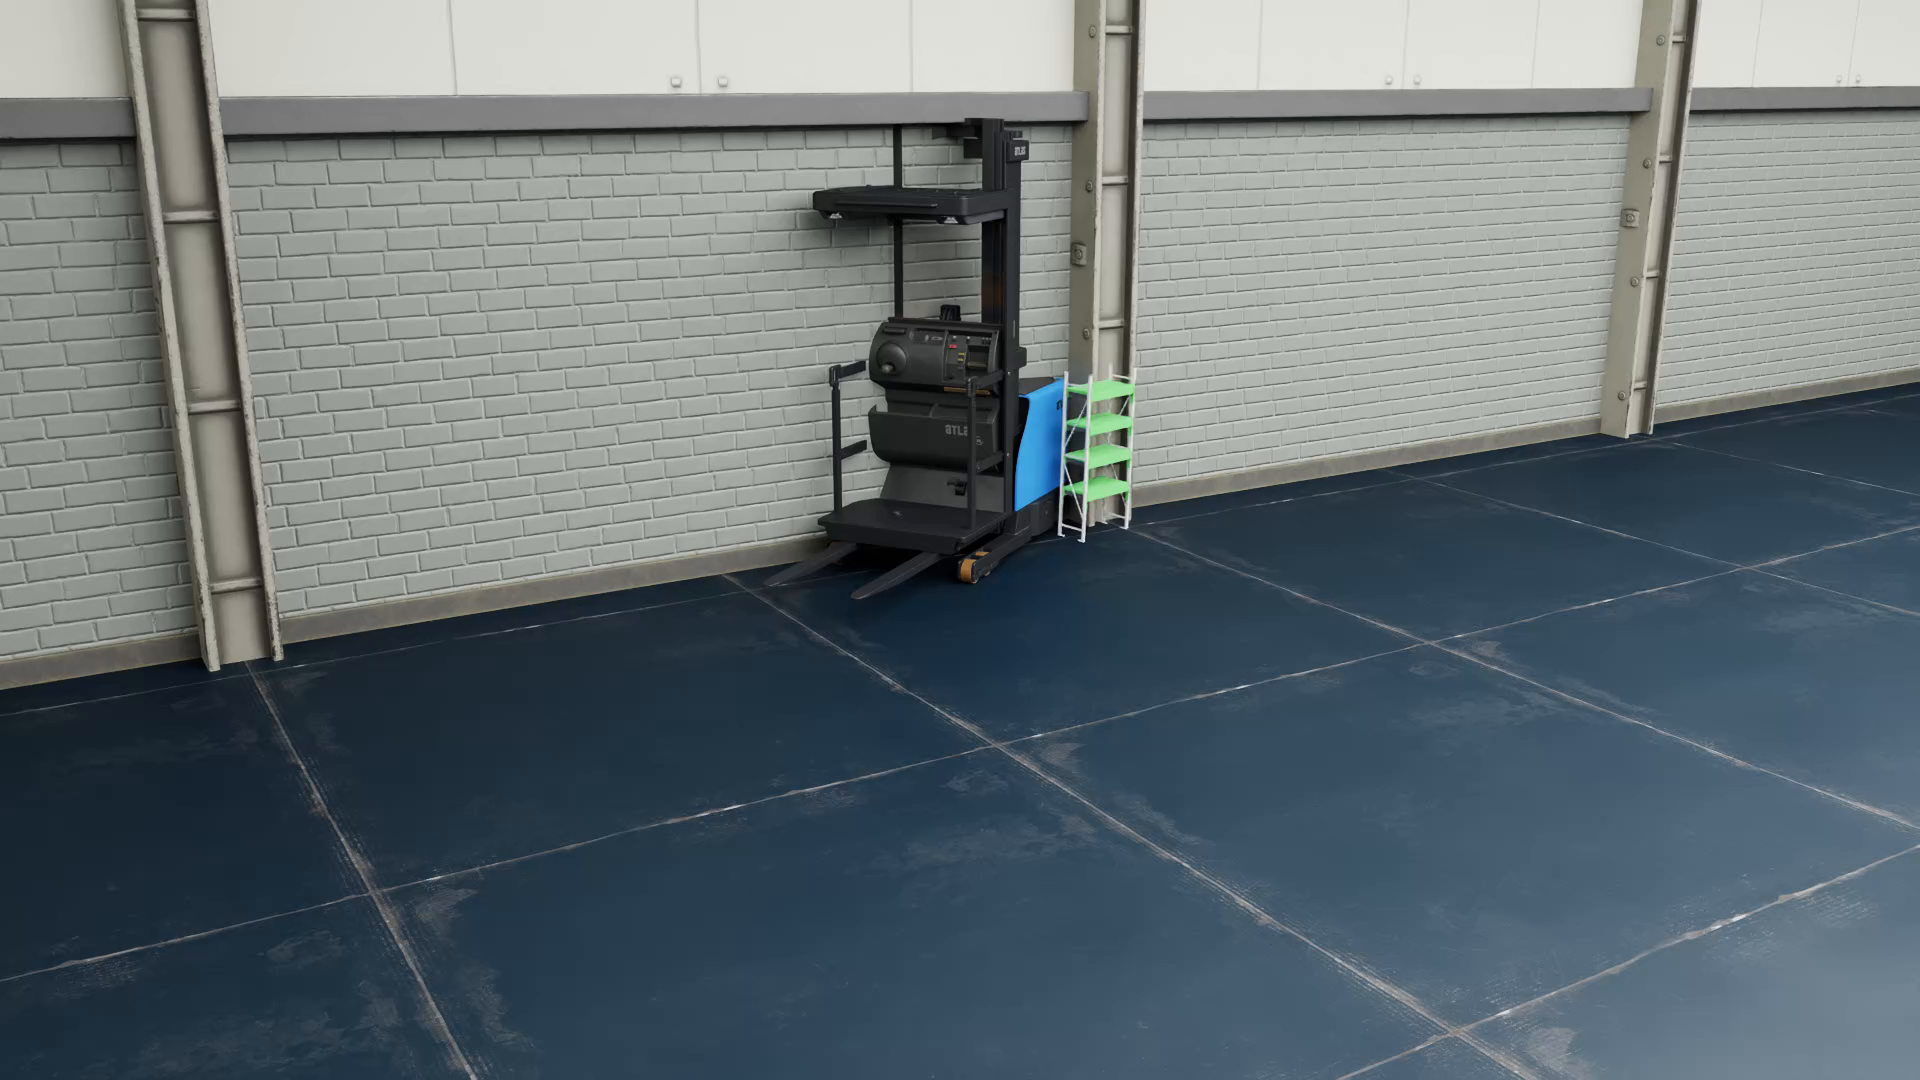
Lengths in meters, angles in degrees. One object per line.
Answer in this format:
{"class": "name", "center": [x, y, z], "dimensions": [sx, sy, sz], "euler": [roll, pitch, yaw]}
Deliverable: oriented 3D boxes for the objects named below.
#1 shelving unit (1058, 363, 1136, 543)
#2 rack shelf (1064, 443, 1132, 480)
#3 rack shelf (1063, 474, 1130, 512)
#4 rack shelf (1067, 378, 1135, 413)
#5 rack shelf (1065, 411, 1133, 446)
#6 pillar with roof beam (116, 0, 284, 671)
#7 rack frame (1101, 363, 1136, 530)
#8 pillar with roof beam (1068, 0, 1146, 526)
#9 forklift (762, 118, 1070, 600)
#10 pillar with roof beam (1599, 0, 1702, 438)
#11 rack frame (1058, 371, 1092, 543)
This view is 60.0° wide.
{"class": "shelving unit", "center": [0.981, -0.629, 11.918], "dimensions": [0.258, 1.200, 0.503], "euler": [17, 23, 42]}
{"class": "rack shelf", "center": [0.980, -0.568, 11.937], "dimensions": [0.258, 0.148, 0.480], "euler": [17, 23, 42]}
{"class": "rack shelf", "center": [0.975, -0.339, 12.006], "dimensions": [0.258, 0.148, 0.480], "euler": [17, 23, 42]}
{"class": "rack shelf", "center": [0.989, -1.028, 11.798], "dimensions": [0.258, 0.148, 0.480], "euler": [17, 23, 42]}
{"class": "rack shelf", "center": [0.984, -0.798, 11.867], "dimensions": [0.258, 0.148, 0.480], "euler": [17, 23, 42]}
{"class": "pillar with roof beam", "center": [-1.887, -2.665, 4.744], "dimensions": [0.400, 9.000, 9.100], "euler": [-9, 18, -30]}
{"class": "rack frame", "center": [1.152, -0.677, 12.086], "dimensions": [0.240, 1.200, 0.015], "euler": [17, 23, 42]}
{"class": "pillar with roof beam", "center": [3.257, -3.499, 7.720], "dimensions": [0.400, 9.000, 9.100], "euler": [-9, 18, -30]}
{"class": "forklift", "center": [-0.264, -1.258, 10.966], "dimensions": [1.130, 2.935, 3.031], "euler": [7, 17, 24]}
{"class": "pillar with roof beam", "center": [8.400, -4.333, 10.695], "dimensions": [0.400, 9.000, 9.100], "euler": [-9, 18, -30]}
{"class": "rack frame", "center": [0.810, -0.582, 11.750], "dimensions": [0.240, 1.200, 0.015], "euler": [17, 23, 42]}
